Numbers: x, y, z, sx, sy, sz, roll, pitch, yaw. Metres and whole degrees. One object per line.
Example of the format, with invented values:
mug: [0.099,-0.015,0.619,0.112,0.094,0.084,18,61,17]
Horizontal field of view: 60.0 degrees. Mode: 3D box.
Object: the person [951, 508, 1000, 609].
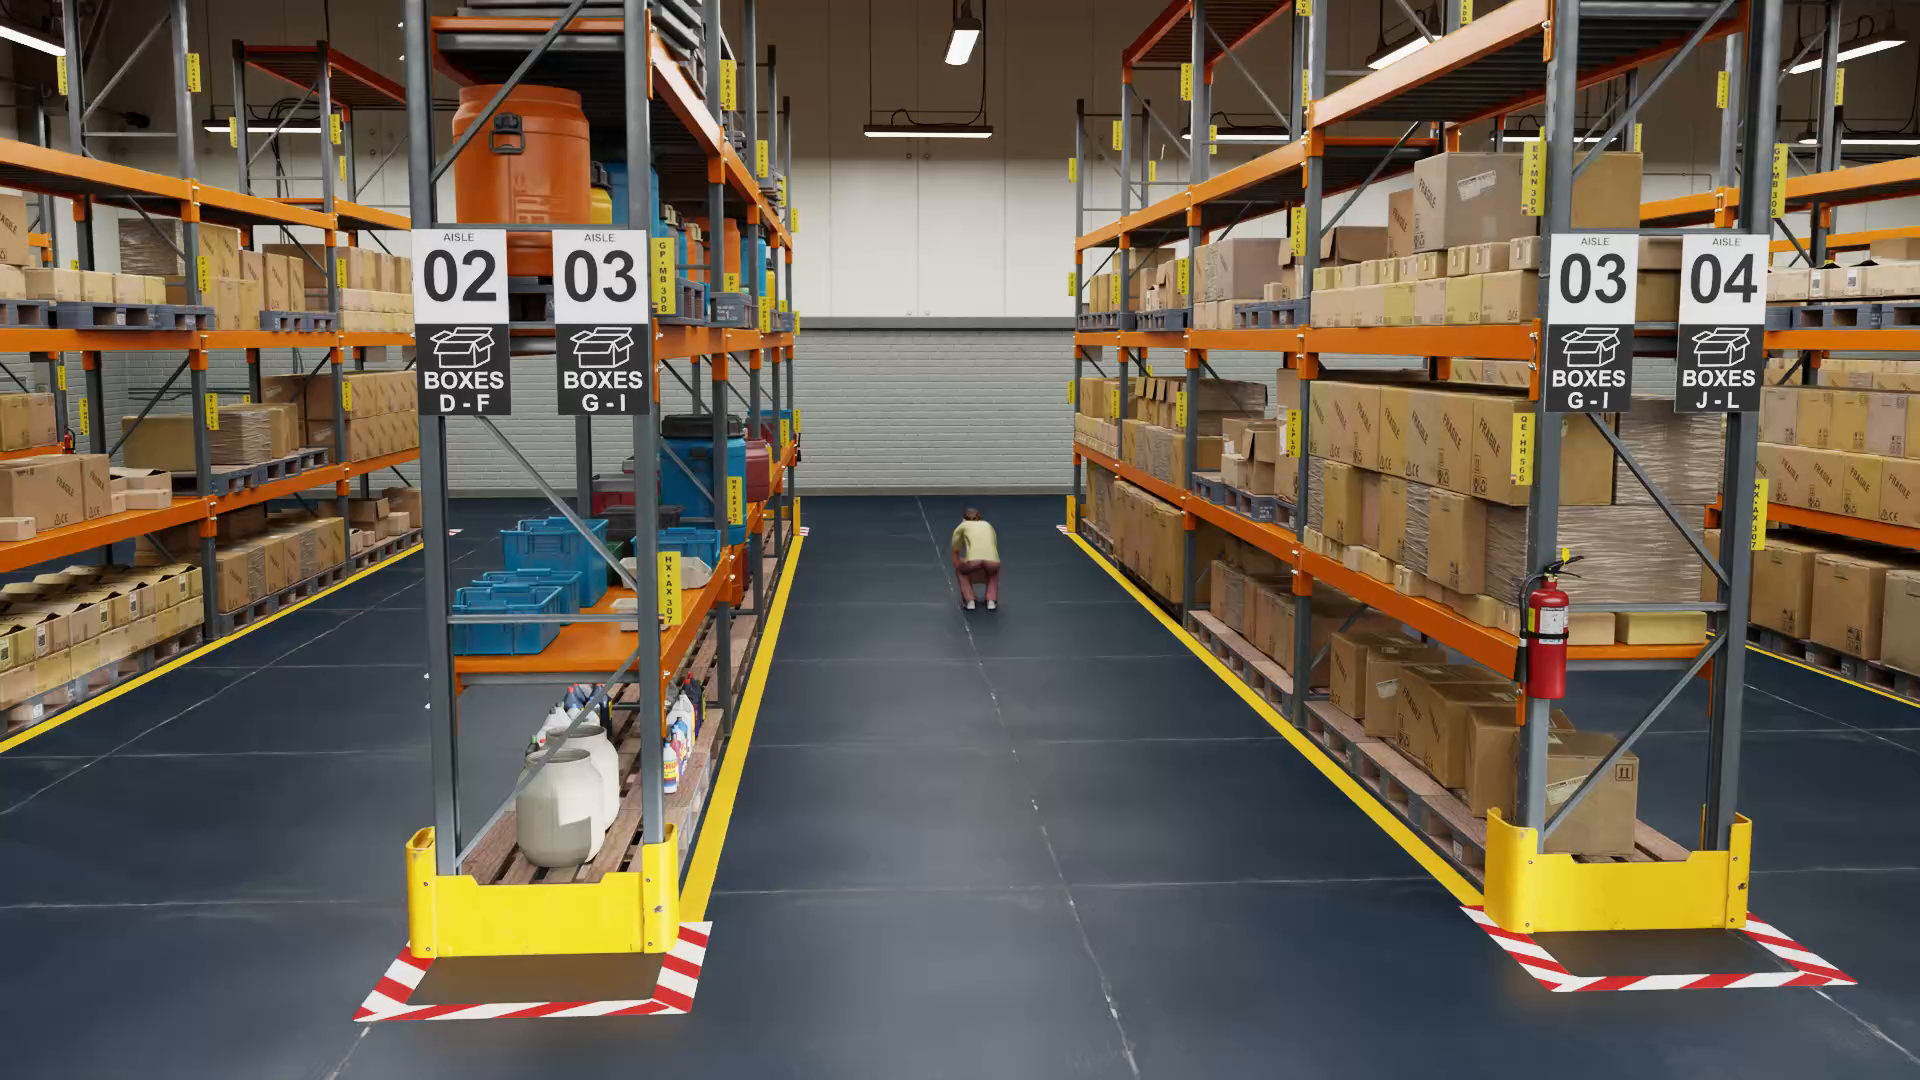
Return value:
person: [0.166,0.190,17.039,0.496,0.991,0.775,0,7,-4]
